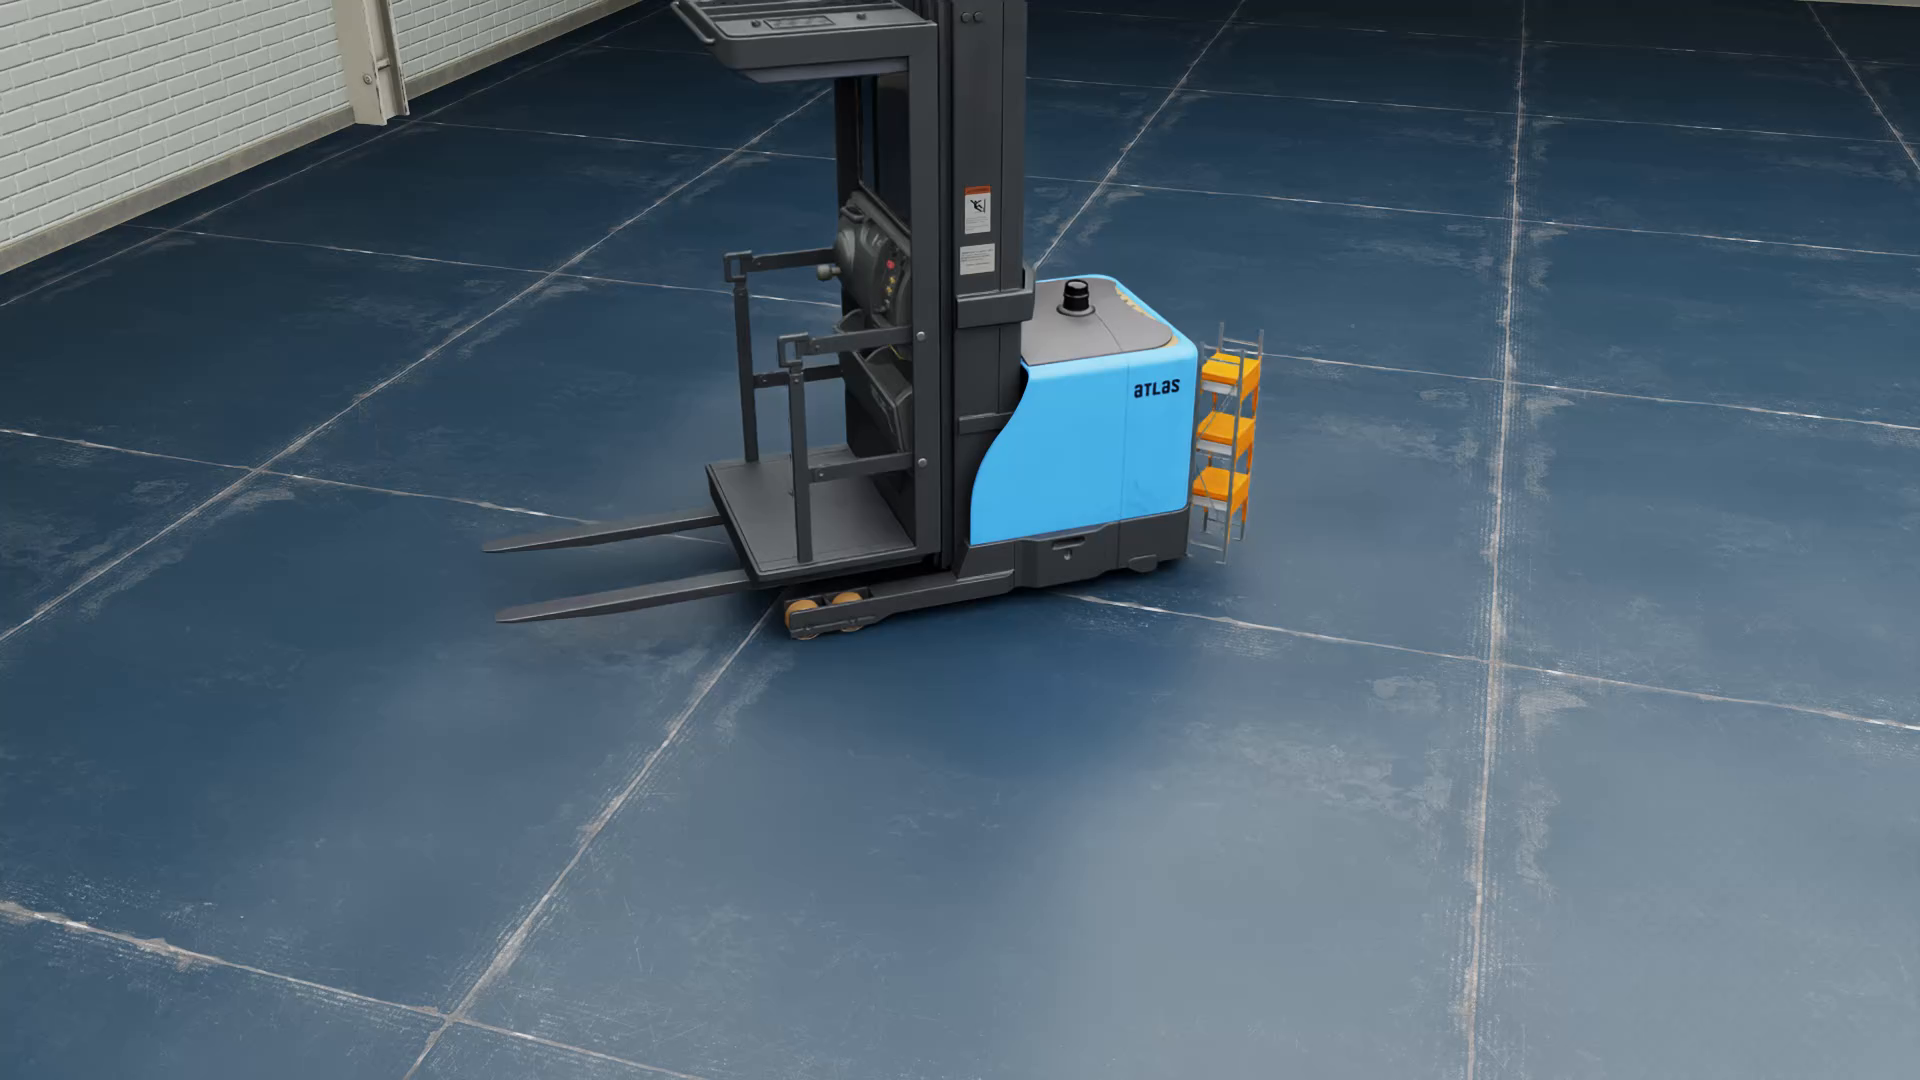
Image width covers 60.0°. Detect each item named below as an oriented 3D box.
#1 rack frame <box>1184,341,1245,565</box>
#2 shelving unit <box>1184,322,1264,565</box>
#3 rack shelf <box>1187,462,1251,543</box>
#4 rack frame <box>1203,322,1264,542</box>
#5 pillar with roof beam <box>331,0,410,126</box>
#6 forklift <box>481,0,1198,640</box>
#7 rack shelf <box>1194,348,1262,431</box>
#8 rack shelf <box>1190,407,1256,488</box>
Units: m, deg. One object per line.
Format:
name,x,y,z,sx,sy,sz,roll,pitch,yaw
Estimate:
rack frame,1.118,-0.370,7.335,0.200,1.050,0.008,14,32,24
shelving unit,1.175,-0.423,7.429,0.215,1.050,0.252,14,32,24
rack shelf,1.174,-0.171,7.570,0.215,0.259,0.240,14,32,24
rack frame,1.232,-0.475,7.524,0.200,1.050,0.008,14,32,24
pillar with roof beam,-0.842,-6.932,10.955,9.100,9.000,0.400,8,30,15
forklift,-0.549,-1.149,6.801,3.031,2.935,1.130,-9,30,-17
rack shelf,1.175,-0.661,7.296,0.215,0.259,0.240,14,32,24
rack shelf,1.175,-0.413,7.435,0.215,0.259,0.240,14,32,24
